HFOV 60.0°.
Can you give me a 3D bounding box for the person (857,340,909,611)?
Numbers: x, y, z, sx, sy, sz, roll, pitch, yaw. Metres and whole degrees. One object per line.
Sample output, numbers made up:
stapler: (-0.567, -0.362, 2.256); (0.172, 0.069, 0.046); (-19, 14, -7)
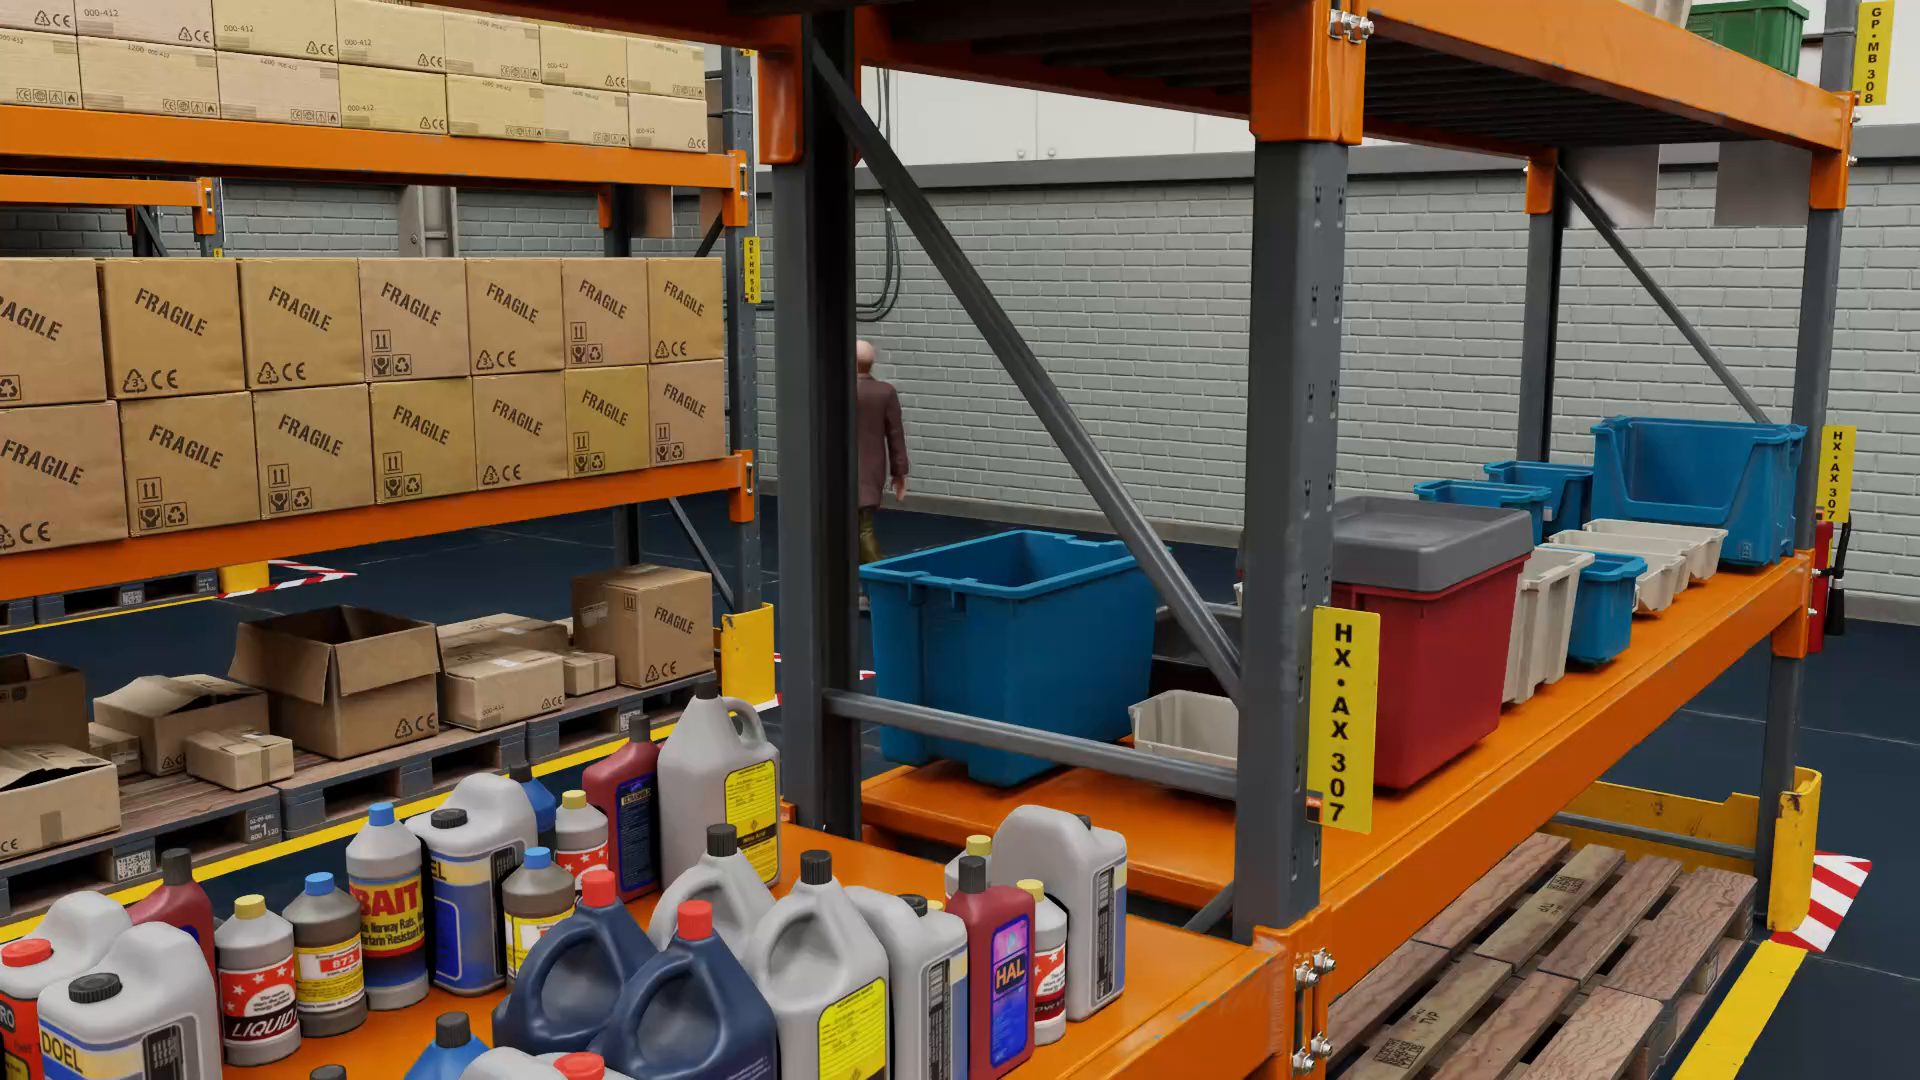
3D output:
person: (-0.735, -0.438, 10.902); (0.619, 1.739, 1.009); (-9, 13, -42)
